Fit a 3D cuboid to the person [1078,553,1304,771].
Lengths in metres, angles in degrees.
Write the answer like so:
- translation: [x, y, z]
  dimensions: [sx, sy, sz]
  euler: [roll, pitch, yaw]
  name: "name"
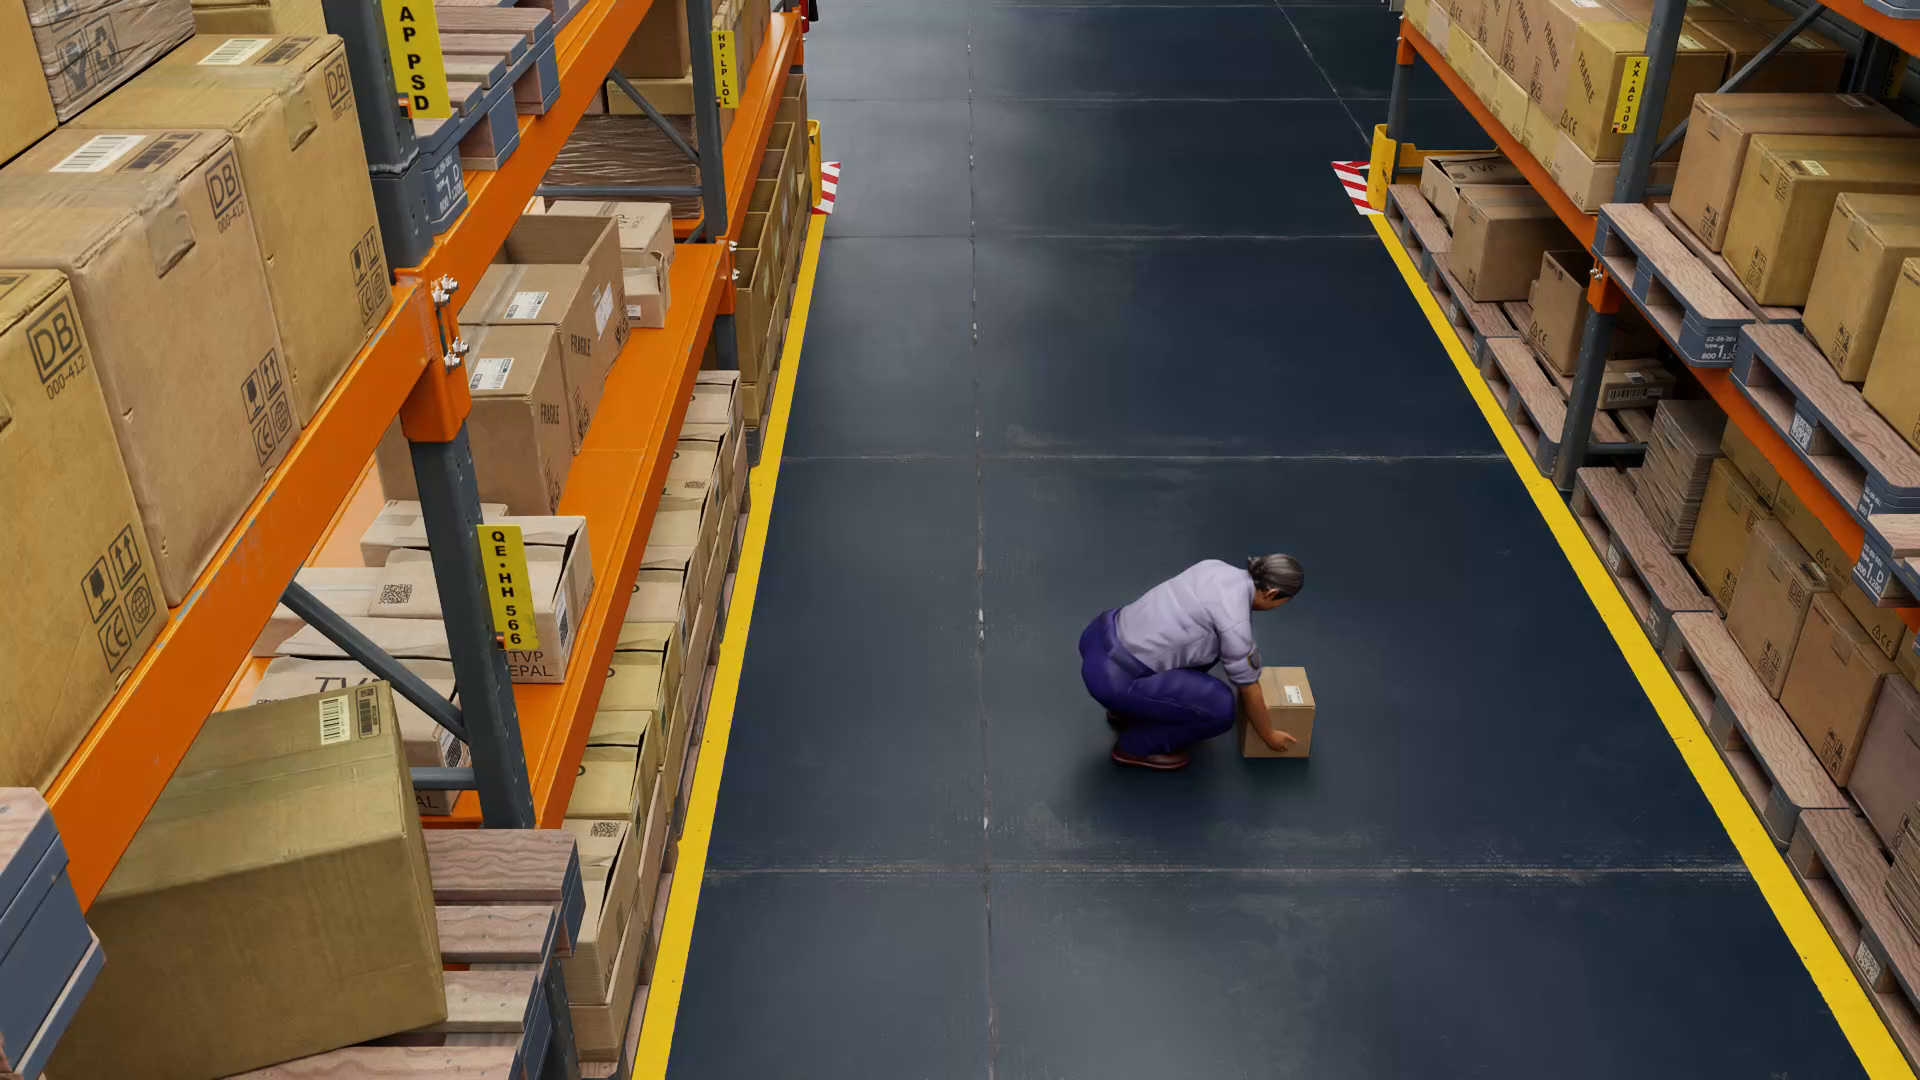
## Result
- translation: [0.864, 0.428, 6.263]
  dimensions: [0.826, 0.812, 0.529]
  euler: [0, 32, 0]
  name: "person"
